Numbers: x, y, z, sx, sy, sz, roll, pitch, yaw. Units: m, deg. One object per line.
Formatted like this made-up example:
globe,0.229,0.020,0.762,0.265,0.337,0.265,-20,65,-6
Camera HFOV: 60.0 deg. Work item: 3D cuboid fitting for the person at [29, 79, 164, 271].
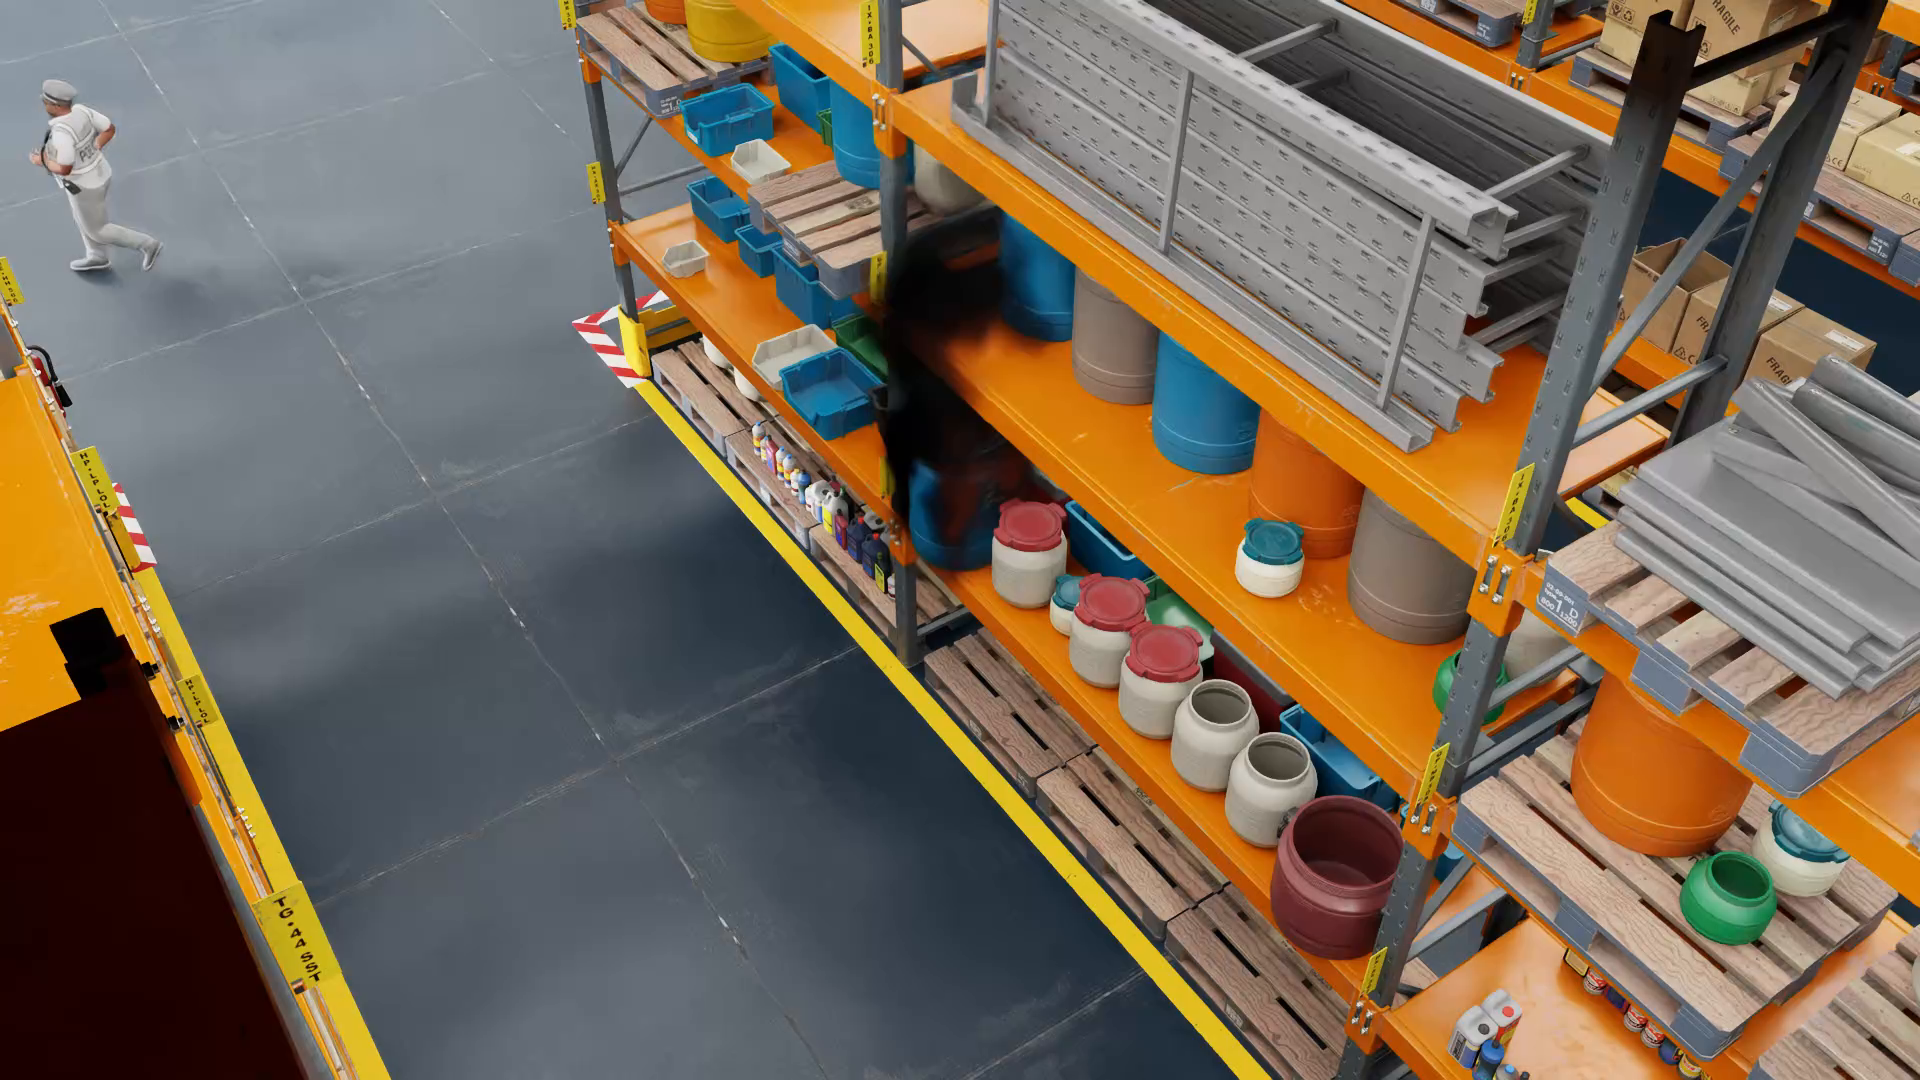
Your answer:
person,-7.167,-2.966,13.675,0.920,1.754,0.675,-1,43,-1
